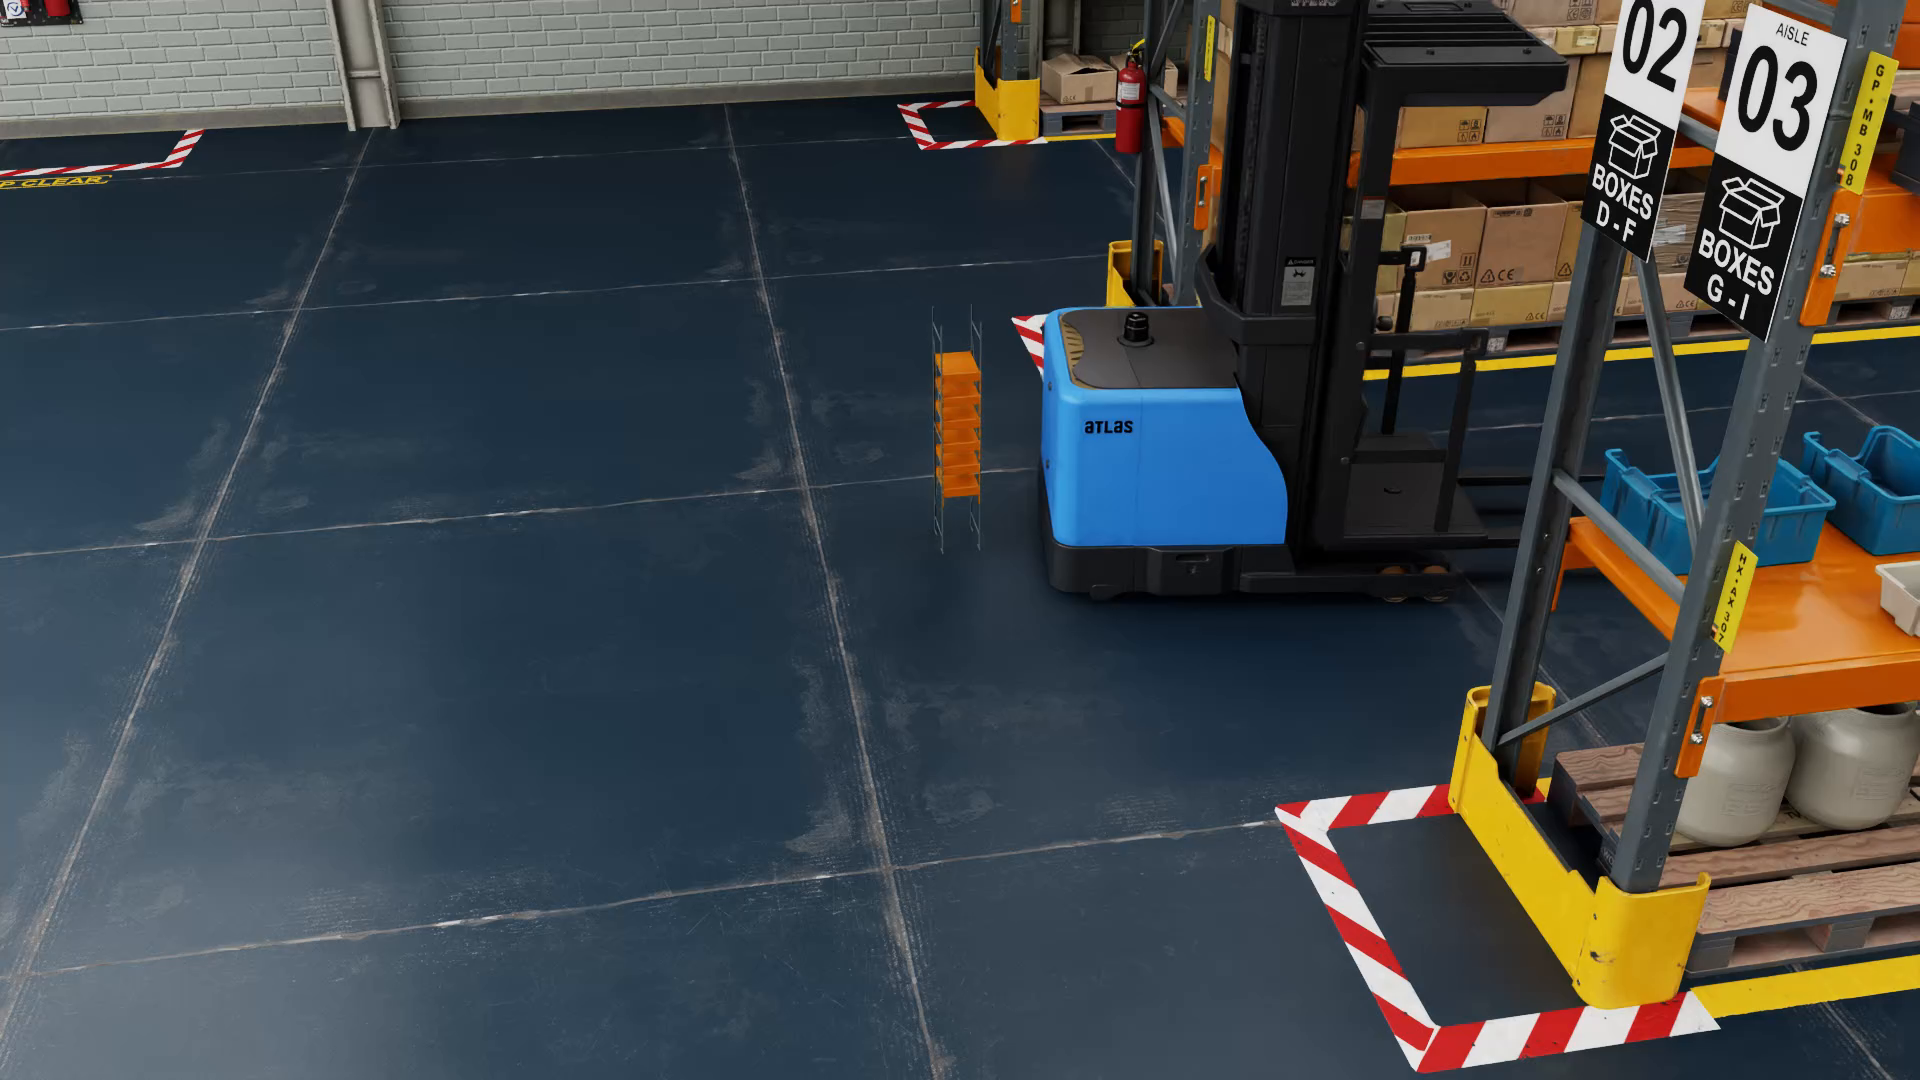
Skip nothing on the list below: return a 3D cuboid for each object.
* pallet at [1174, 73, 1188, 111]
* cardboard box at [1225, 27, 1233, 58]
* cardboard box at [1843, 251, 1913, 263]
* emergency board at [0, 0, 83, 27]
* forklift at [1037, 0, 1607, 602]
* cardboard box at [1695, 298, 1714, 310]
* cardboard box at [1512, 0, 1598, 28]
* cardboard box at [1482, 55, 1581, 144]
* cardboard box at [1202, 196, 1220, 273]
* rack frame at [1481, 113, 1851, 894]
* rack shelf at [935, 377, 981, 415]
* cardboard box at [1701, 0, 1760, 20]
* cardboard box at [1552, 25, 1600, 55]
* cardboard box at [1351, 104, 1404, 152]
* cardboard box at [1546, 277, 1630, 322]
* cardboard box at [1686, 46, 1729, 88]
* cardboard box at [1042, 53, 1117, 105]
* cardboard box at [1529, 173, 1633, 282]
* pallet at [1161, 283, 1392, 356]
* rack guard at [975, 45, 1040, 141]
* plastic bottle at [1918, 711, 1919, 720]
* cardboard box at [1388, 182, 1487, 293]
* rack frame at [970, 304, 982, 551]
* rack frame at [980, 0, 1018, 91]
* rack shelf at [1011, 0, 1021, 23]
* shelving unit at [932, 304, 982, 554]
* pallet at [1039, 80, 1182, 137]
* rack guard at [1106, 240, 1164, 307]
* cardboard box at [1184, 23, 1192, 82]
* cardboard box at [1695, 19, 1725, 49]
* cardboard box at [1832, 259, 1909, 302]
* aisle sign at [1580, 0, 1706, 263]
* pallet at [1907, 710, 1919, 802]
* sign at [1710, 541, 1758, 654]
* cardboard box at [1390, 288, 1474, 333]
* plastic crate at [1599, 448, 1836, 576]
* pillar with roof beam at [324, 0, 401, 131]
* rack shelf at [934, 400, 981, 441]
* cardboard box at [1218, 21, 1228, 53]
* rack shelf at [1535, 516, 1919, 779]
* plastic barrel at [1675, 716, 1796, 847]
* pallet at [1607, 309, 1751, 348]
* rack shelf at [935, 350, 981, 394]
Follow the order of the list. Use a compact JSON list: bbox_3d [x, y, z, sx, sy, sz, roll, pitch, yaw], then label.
[{"bbox_3d":[2.402,-3.901,14.676,1.213,0.211,1.003,-5,31,-9],"label":"pallet"},{"bbox_3d":[1.645,-2.711,9.163,0.250,0.149,0.380,-6,31,-9],"label":"cardboard box"},{"bbox_3d":[5.606,-1.976,10.397,0.500,0.311,0.500,-5,31,-9],"label":"cardboard box"},{"bbox_3d":[-7.483,-4.671,13.234,0.643,1.169,0.194,-5,31,-9],"label":"emergency board"},{"bbox_3d":[1.923,-1.242,7.471,3.031,2.935,1.130,-1,30,-1],"label":"forklift"},{"bbox_3d":[4.738,-1.670,10.429,0.500,0.250,0.500,-5,31,-9],"label":"cardboard box"},{"bbox_3d":[3.238,-3.247,9.434,0.500,0.500,0.700,-5,31,-9],"label":"cardboard box"},{"bbox_3d":[3.204,-2.682,9.754,0.500,0.500,0.700,-4,31,-7],"label":"cardboard box"},{"bbox_3d":[1.694,-1.977,10.211,0.500,0.500,0.500,-5,31,-9],"label":"cardboard box"},{"bbox_3d":[2.108,0.010,5.274,0.127,3.000,1.000,-5,31,-9],"label":"rack frame"},{"bbox_3d":[-0.014,-0.684,7.844,0.180,0.103,0.258,-5,31,-9],"label":"rack shelf"},{"bbox_3d":[4.222,-3.337,9.588,0.500,0.500,0.700,-5,31,-9],"label":"cardboard box"},{"bbox_3d":[3.416,-2.876,9.443,0.250,0.149,0.380,-4,31,-7],"label":"cardboard box"},{"bbox_3d":[2.197,-2.590,9.597,0.500,0.500,0.700,-5,31,-8],"label":"cardboard box"},{"bbox_3d":[3.755,-1.576,10.270,0.500,0.250,0.500,-5,31,-9],"label":"cardboard box"},{"bbox_3d":[4.202,-2.773,9.909,0.500,0.500,0.700,-6,31,-9],"label":"cardboard box"},{"bbox_3d":[1.021,-3.979,14.276,0.500,0.311,0.500,-9,32,-15],"label":"cardboard box"},{"bbox_3d":[3.753,-1.906,10.090,0.500,0.500,0.500,-5,31,-9],"label":"cardboard box"},{"bbox_3d":[1.965,-1.349,10.336,1.213,0.211,1.003,-5,31,-9],"label":"pallet"},{"bbox_3d":[0.399,-3.859,14.320,0.348,0.500,1.175,-5,31,-9],"label":"rack guard"},{"bbox_3d":[3.836,0.640,6.529,0.097,0.201,0.097,0,30,0],"label":"plastic bottle"},{"bbox_3d":[2.768,-1.816,9.938,0.500,0.500,0.500,-5,31,-9],"label":"cardboard box"},{"bbox_3d":[0.076,-0.524,7.958,0.006,1.200,0.240,-5,31,-9],"label":"rack frame"},{"bbox_3d":[0.324,-4.930,13.674,0.127,3.000,1.000,-5,31,-9],"label":"rack frame"},{"bbox_3d":[2.291,-4.802,14.167,4.000,0.370,1.077,-5,31,-9],"label":"rack shelf"},{"bbox_3d":[-0.014,-0.516,7.944,0.189,1.200,0.258,-5,31,-9],"label":"shelving unit"},{"bbox_3d":[1.204,-3.791,14.489,1.213,0.211,1.003,-5,31,-9],"label":"pallet"},{"bbox_3d":[1.196,-1.381,10.105,0.348,0.500,1.175,-5,31,-9],"label":"rack guard"},{"bbox_3d":[2.312,-4.154,14.388,0.500,0.500,0.700,-7,31,-12],"label":"cardboard box"},{"bbox_3d":[4.167,-2.945,9.561,0.250,0.149,0.380,-5,31,-9],"label":"cardboard box"},{"bbox_3d":[5.596,-1.734,10.539,0.500,0.250,0.500,-6,31,-10],"label":"cardboard box"},{"bbox_3d":[1.984,-1.252,4.856,0.004,0.787,0.394,-5,31,-9],"label":"aisle sign"},{"bbox_3d":[4.172,1.000,6.341,1.213,0.211,1.003,-5,31,-9],"label":"pallet"},{"bbox_3d":[2.203,0.165,4.737,0.005,0.325,0.100,-5,31,-9],"label":"sign"},{"bbox_3d":[2.771,-1.487,10.118,0.500,0.250,0.500,-5,31,-9],"label":"cardboard box"},{"bbox_3d":[2.547,-0.121,5.643,0.616,0.251,0.499,-5,31,-9],"label":"plastic crate"},{"bbox_3d":[-4.270,-5.317,8.414,0.400,9.000,9.100,-5,31,-9],"label":"pillar with roof beam"},{"bbox_3d":[-0.014,-0.581,7.905,0.180,0.103,0.258,-5,31,-9],"label":"rack shelf"},{"bbox_3d":[1.561,-2.913,9.506,0.250,0.149,0.380,-6,31,-10],"label":"cardboard box"},{"bbox_3d":[4.076,0.137,5.767,4.000,0.370,1.077,-5,31,-9],"label":"rack shelf"},{"bbox_3d":[2.742,0.803,5.965,0.421,0.512,0.421,0,30,0],"label":"plastic barrel"},{"bbox_3d":[4.365,-1.572,10.715,1.213,0.211,1.003,-5,31,-9],"label":"pallet"},{"bbox_3d":[-0.014,-0.788,7.784,0.180,0.103,0.258,-5,31,-9],"label":"rack shelf"}]
